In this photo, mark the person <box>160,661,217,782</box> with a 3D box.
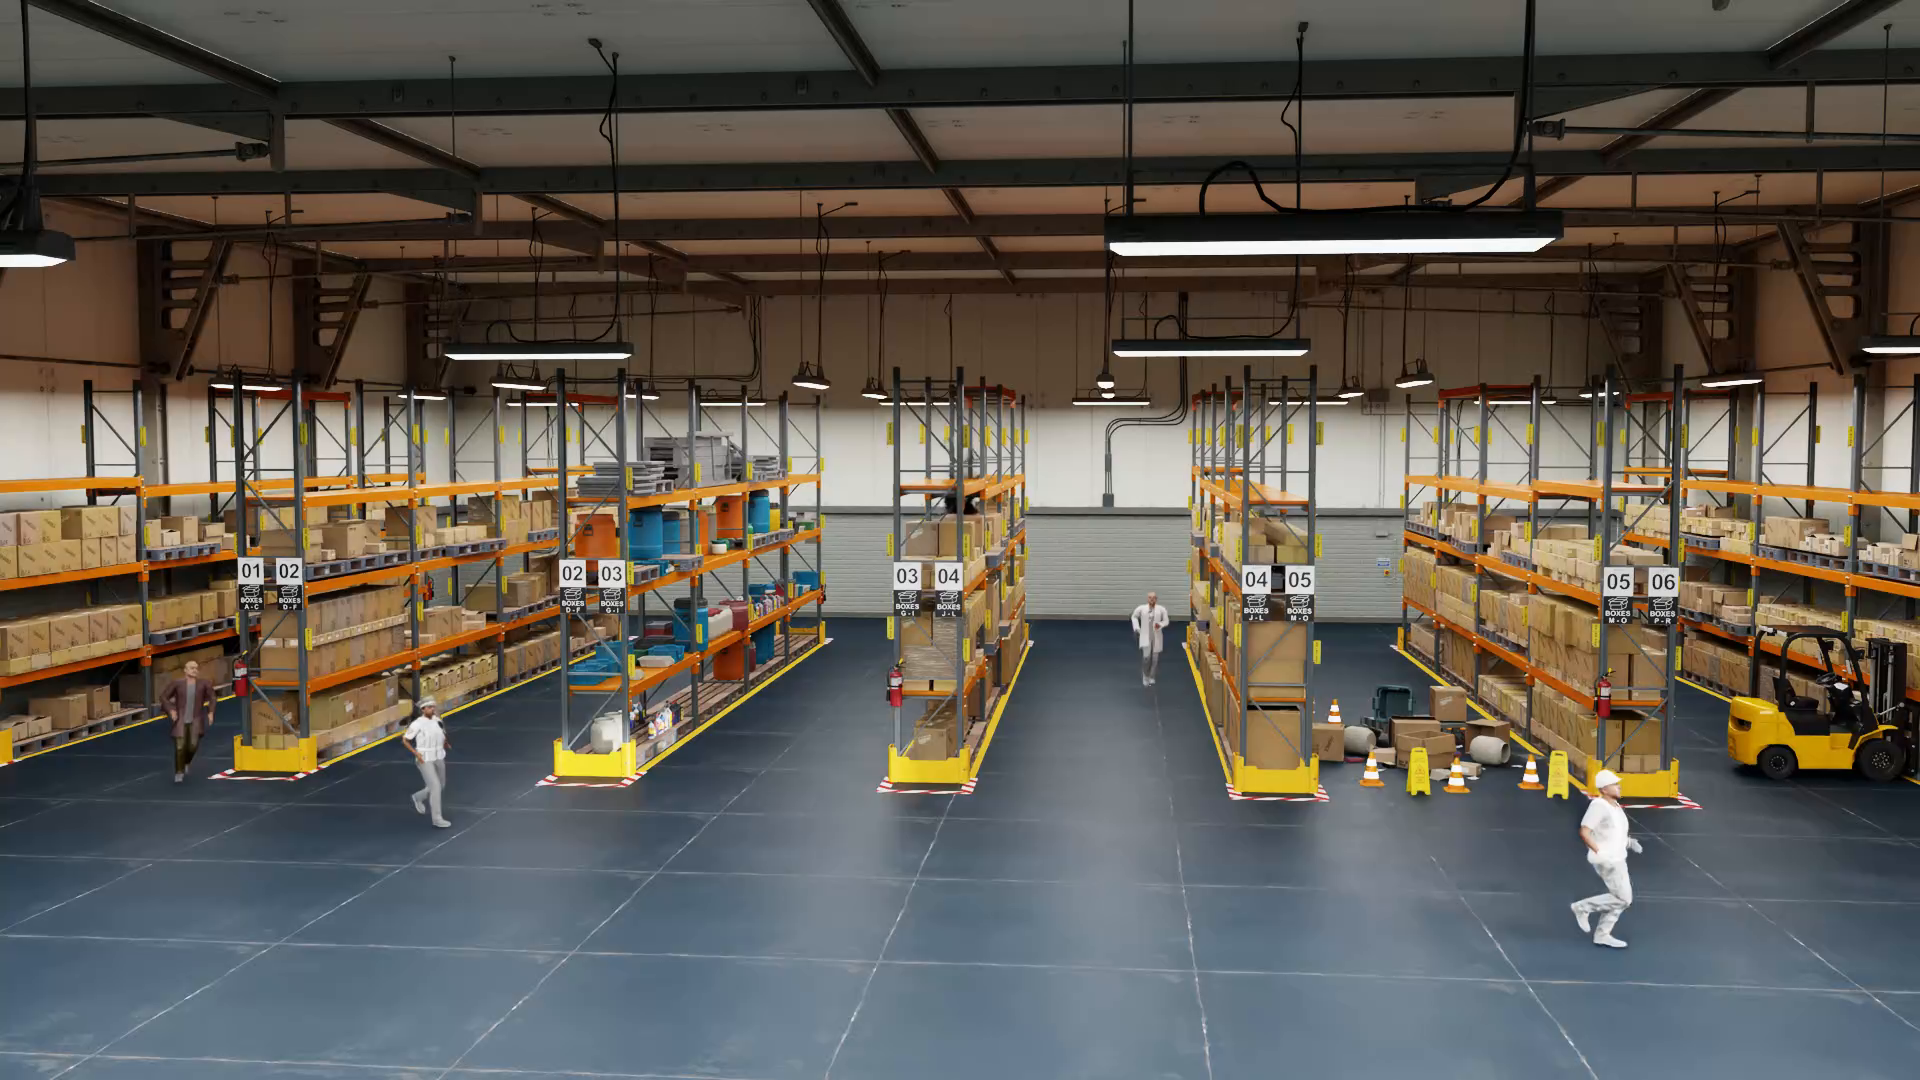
[{"bbox_3d":[-11.233,2.681,24.253,0.771,1.642,0.563,-2,4,-30],"label":"person"}]

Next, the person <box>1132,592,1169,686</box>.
[{"bbox_3d":[3.618,1.886,31.502,0.693,1.796,0.693,0,4,1],"label":"person"}]

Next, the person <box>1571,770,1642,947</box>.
[{"bbox_3d":[6.351,3.122,16.326,0.599,1.733,0.686,2,4,35],"label":"person"}]

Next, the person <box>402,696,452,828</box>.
[{"bbox_3d":[-6.855,2.832,21.434,0.815,1.666,0.588,2,4,33],"label":"person"}]
